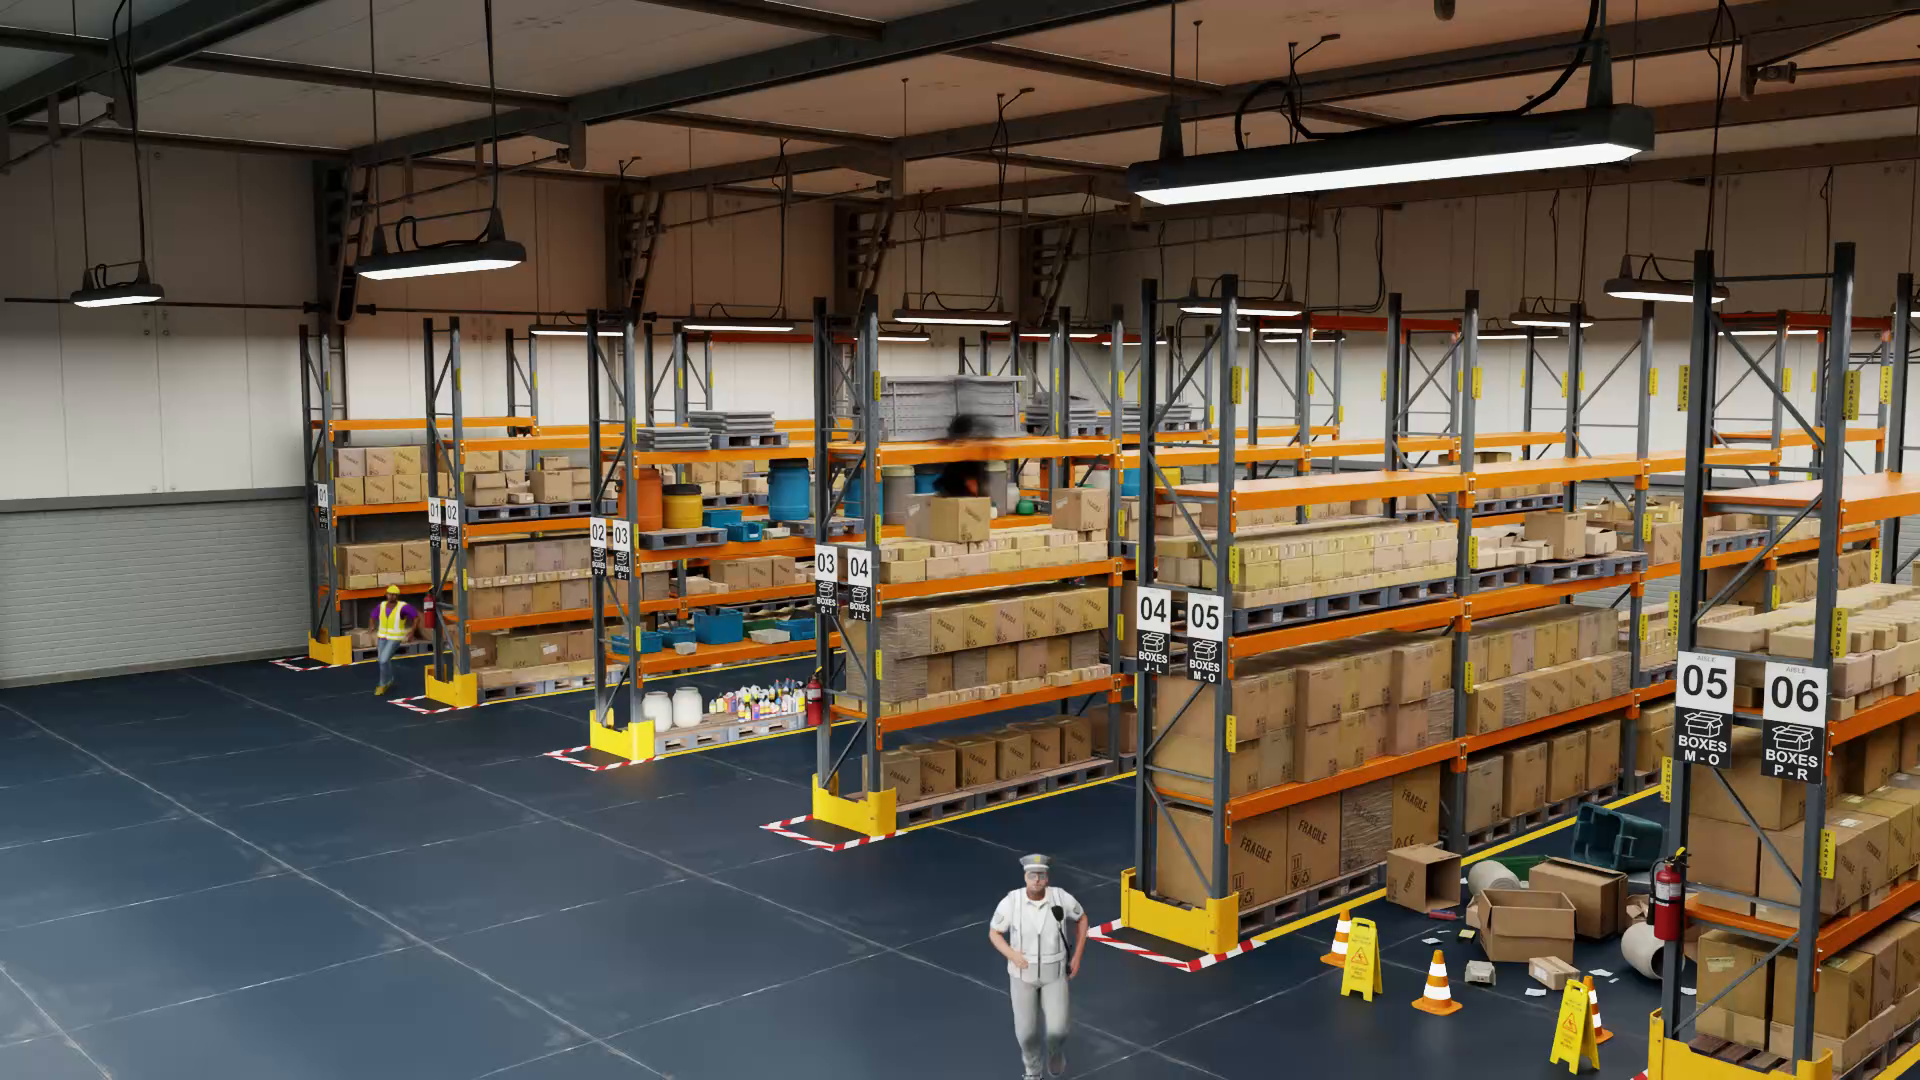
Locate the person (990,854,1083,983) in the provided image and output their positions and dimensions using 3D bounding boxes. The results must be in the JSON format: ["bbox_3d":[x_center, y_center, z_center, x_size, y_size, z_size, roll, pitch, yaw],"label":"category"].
[{"bbox_3d":[0.552,2.666,11.879,0.676,0.900,0.406,0,6,1],"label":"person"}]

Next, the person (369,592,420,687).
[{"bbox_3d":[-9.150,1.549,26.758,0.763,1.583,0.684,1,6,13],"label":"person"}]
